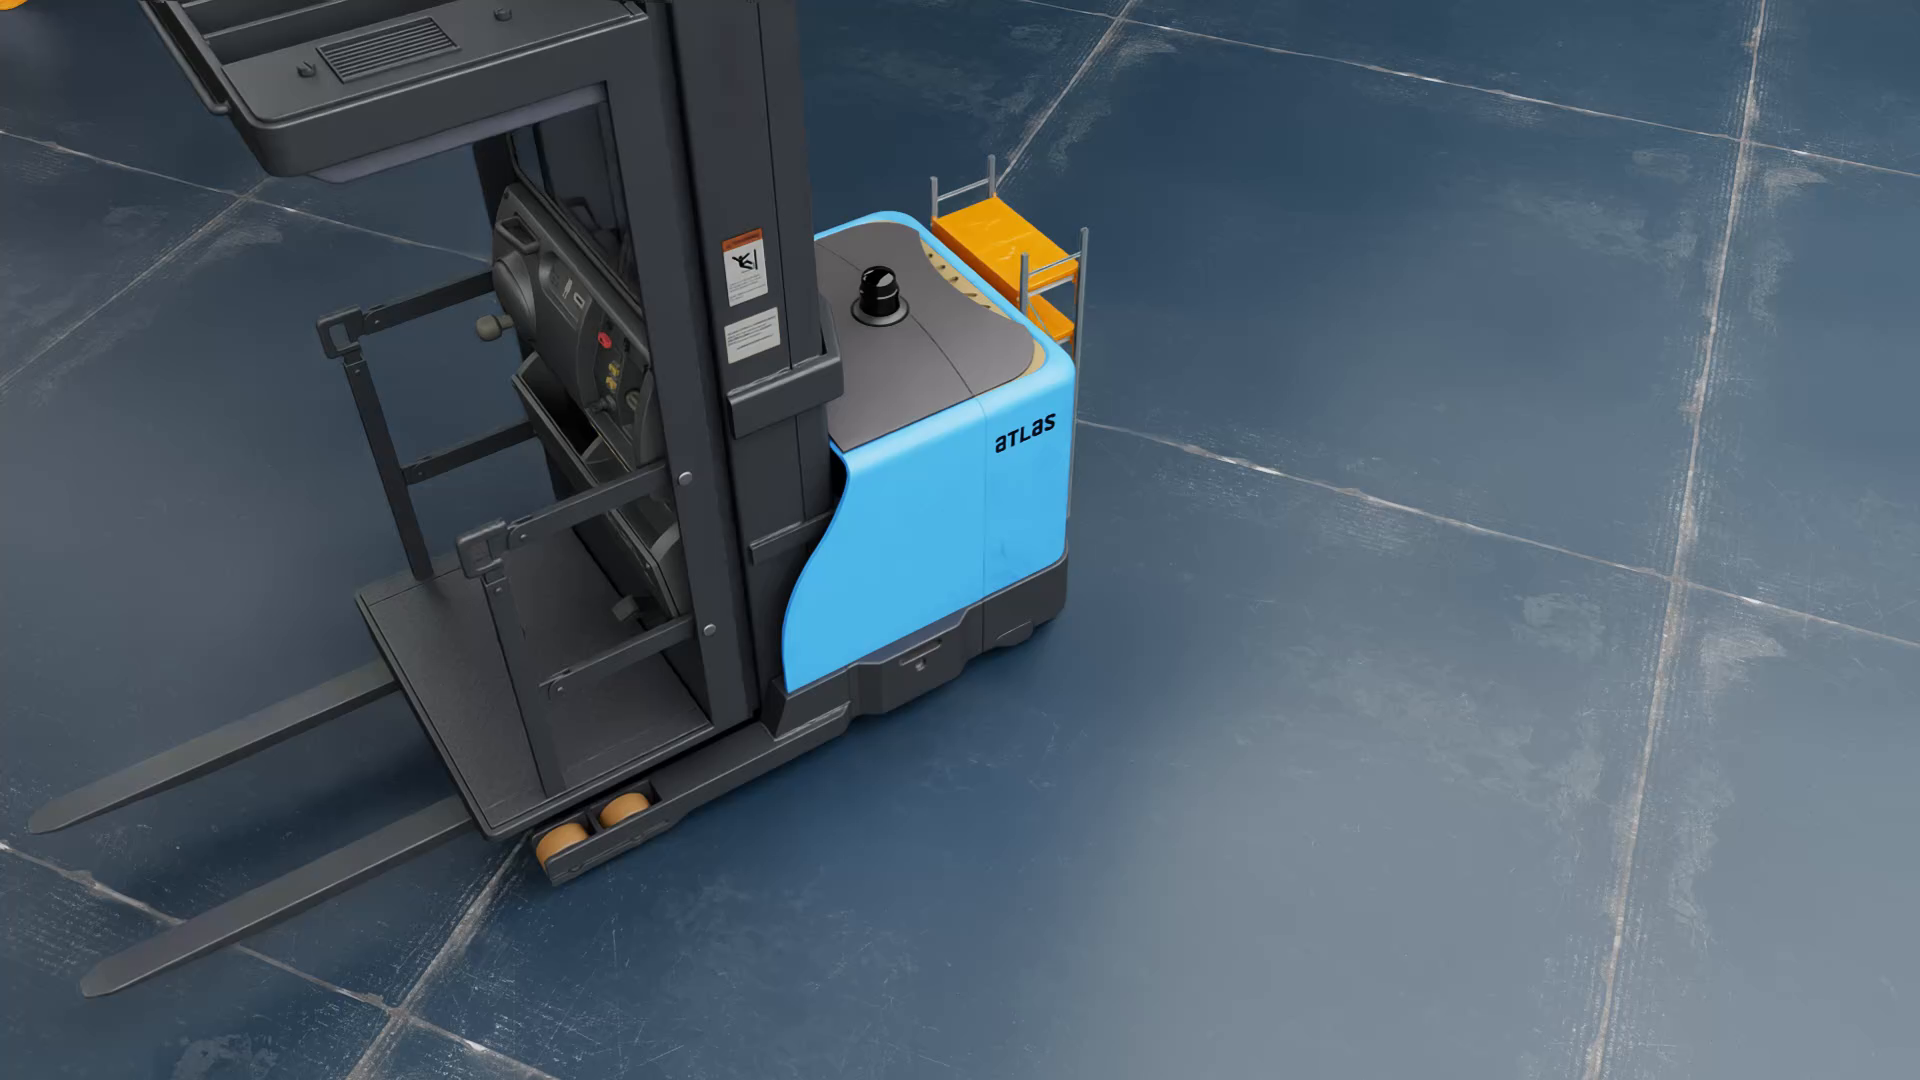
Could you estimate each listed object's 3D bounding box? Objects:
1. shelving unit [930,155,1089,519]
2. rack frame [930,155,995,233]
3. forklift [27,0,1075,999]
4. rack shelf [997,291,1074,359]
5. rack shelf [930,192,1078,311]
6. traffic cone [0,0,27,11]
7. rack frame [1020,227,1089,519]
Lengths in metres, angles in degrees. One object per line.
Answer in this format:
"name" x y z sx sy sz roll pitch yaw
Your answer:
"shelving unit" 0.145 -0.605 5.507 0.258 1.200 0.503 -26 50 -23
"rack frame" 0.008 -0.747 5.650 0.240 1.200 0.015 -26 50 -23
"forklift" -1.164 -0.494 4.168 3.031 2.935 1.130 -25 50 -23
"rack shelf" 0.145 -0.715 5.397 0.258 0.148 0.480 -26 50 -23
"rack shelf" 0.145 -0.883 5.230 0.258 0.148 0.480 -26 50 -23
"traffic cone" -4.929 -2.992 8.429 0.334 0.463 0.336 16 47 16
"rack frame" 0.282 -0.462 5.364 0.240 1.200 0.015 -26 50 -23
